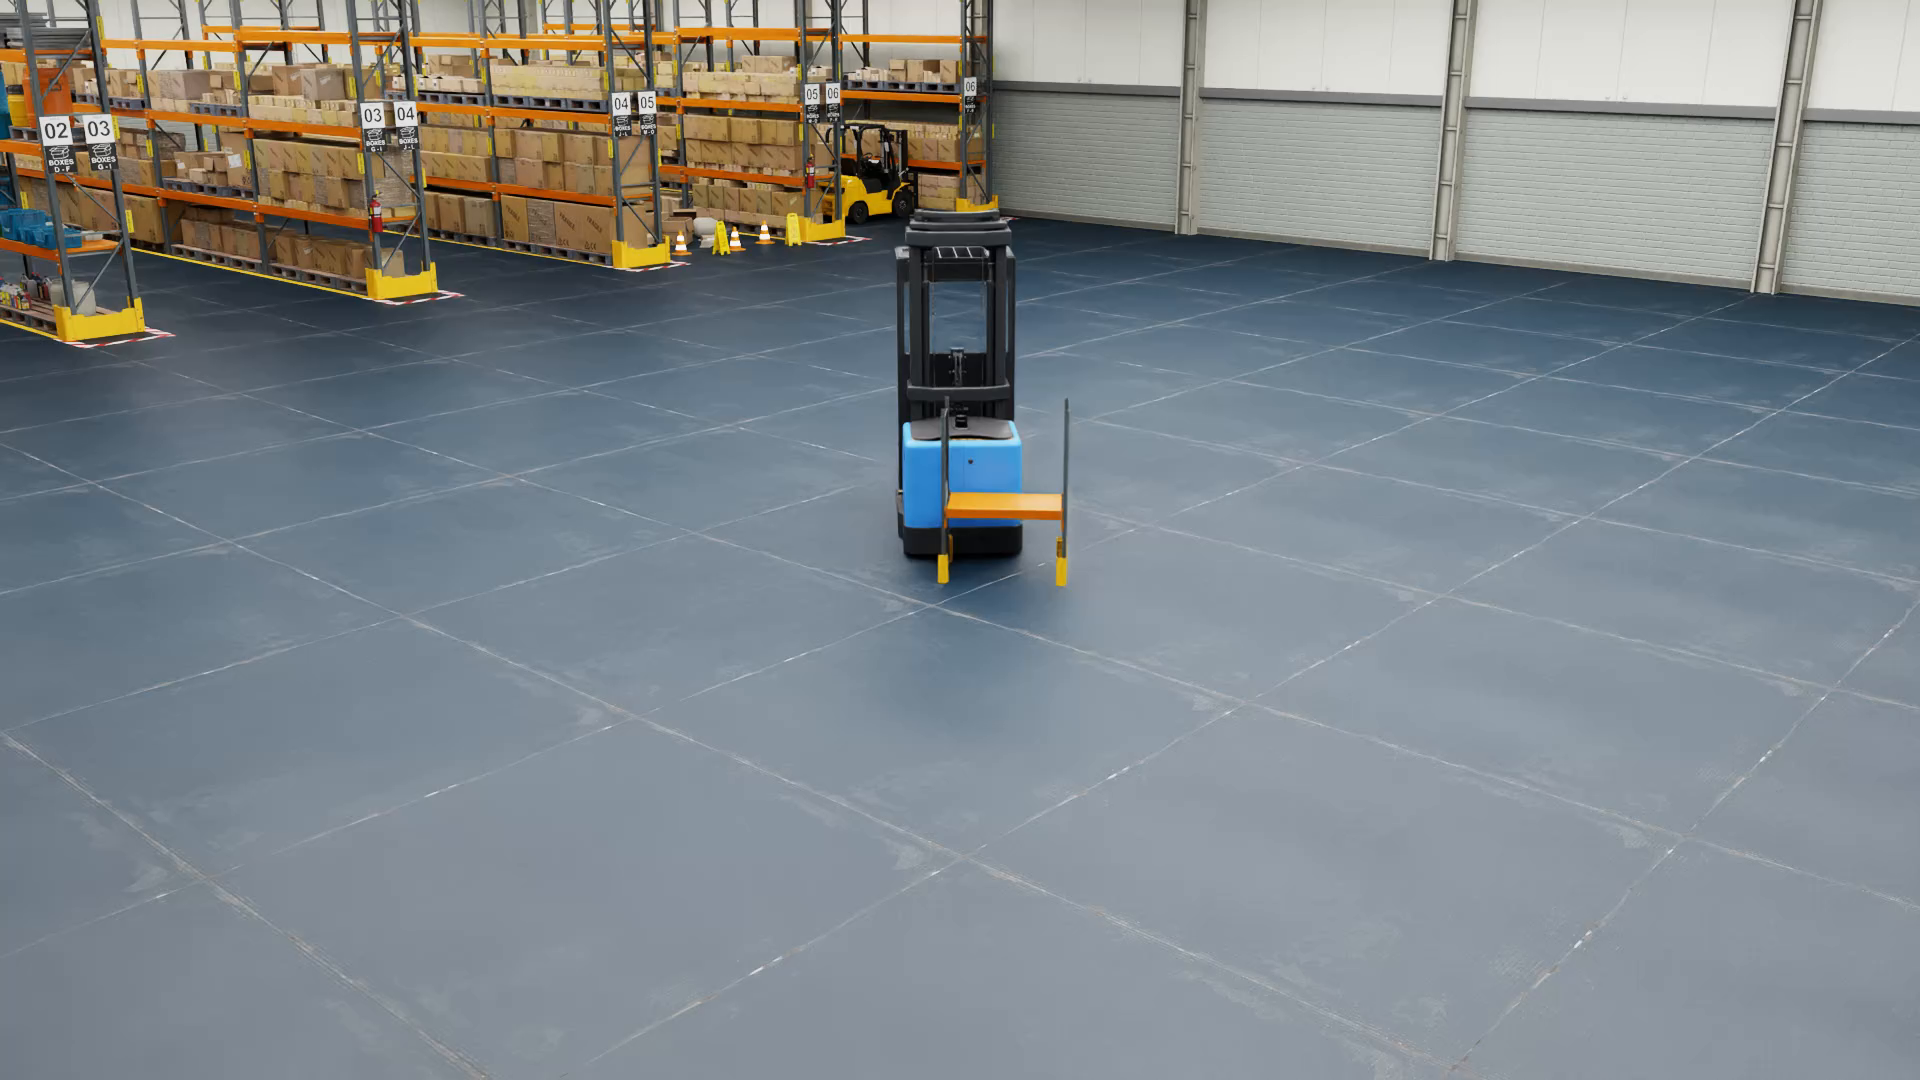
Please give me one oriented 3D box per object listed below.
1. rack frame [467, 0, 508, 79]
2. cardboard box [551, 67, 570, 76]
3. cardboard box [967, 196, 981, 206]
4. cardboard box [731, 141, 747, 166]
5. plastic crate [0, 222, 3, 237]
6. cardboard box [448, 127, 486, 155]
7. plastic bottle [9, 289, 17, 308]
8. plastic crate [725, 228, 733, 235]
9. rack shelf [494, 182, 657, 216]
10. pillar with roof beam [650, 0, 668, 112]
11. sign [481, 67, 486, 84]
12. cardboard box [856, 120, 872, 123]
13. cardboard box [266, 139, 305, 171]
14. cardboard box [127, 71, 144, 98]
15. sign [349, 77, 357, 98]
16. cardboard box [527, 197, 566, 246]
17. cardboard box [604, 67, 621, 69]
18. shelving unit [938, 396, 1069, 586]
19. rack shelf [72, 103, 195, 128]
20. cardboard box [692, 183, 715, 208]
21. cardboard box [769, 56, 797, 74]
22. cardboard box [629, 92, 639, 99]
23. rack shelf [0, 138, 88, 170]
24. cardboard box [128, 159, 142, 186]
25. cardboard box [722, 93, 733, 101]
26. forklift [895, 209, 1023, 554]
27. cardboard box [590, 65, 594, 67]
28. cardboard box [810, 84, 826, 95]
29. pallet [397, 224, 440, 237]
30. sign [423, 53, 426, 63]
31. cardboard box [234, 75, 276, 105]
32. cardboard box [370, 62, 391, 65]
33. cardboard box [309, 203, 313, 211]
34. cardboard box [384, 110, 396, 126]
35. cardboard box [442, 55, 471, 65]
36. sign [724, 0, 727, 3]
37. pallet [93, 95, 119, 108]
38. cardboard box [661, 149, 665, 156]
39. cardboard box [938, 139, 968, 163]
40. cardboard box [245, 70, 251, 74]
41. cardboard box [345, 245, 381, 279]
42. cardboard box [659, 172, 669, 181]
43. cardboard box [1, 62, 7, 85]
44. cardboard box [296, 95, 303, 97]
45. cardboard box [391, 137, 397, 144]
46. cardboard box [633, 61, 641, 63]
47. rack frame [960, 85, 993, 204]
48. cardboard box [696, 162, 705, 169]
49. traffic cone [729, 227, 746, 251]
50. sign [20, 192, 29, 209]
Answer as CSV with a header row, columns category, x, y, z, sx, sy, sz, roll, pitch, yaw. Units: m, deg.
category,x,y,z,sx,sy,sz,roll,pitch,yaw
rack frame,-11.884,-13.133,41.757,0.127,3.000,1.000,15,23,39
cardboard box,-7.547,-8.908,31.640,0.250,0.149,0.380,15,23,38
cardboard box,0.145,-8.021,39.416,0.500,0.250,0.500,15,23,39
cardboard box,-4.608,-8.409,36.132,0.500,0.500,0.500,15,23,40
plastic crate,-14.939,-4.867,25.979,0.662,0.188,0.450,15,23,39
cardboard box,-10.250,-8.354,34.797,0.500,0.500,0.700,15,23,40
plastic bottle,-14.713,-3.767,25.938,0.135,0.276,0.152,14,22,38
plastic crate,-5.271,-6.775,36.466,0.583,0.080,0.402,7,19,21
rack shelf,-7.615,-6.783,32.853,4.000,0.370,1.077,15,23,39
pillar with roof beam,-11.373,-13.627,43.312,0.400,9.000,9.100,15,23,39
sign,-9.464,-9.229,33.037,0.005,0.325,0.100,15,23,39
cardboard box,-2.300,-10.131,40.484,0.250,0.149,0.380,15,23,40
cardboard box,-11.936,-6.844,29.545,0.500,0.500,0.500,15,23,39
cardboard box,-15.975,-9.014,32.870,0.797,0.503,0.637,-17,24,-42
sign,-9.870,-7.353,27.036,0.005,0.325,0.100,15,23,39
cardboard box,-8.010,-6.393,33.252,0.875,0.875,0.875,15,23,40
cardboard box,-6.536,-8.903,31.623,0.250,0.149,0.380,15,23,39
shelving unit,0.373,-0.423,14.105,1.083,1.500,0.587,1,18,3
rack shelf,-16.967,-8.717,33.989,4.000,0.370,1.077,15,23,39
cardboard box,-5.639,-7.735,37.276,0.500,0.500,0.500,16,24,42
cardboard box,-4.459,-11.915,41.851,0.500,0.500,0.500,16,23,41
cardboard box,-6.163,-8.423,31.430,0.250,0.149,0.380,15,23,40
rack shelf,-14.271,-5.990,25.397,4.000,0.370,1.077,15,23,39
cardboard box,-16.373,-7.421,33.509,0.500,0.500,0.500,15,23,39
cardboard box,-4.925,-9.581,35.937,0.250,0.149,0.380,14,23,38
forklift,-0.051,-1.668,15.660,1.130,2.935,3.031,-1,18,-3
cardboard box,-10.263,-13.248,46.834,0.500,0.250,0.500,15,23,38
cardboard box,-3.108,-9.526,35.104,0.500,0.250,0.500,15,23,38
pallet,-11.563,-6.826,36.410,1.213,0.211,1.003,15,23,39
sign,-14.506,-13.011,44.997,0.005,0.325,0.100,15,23,39
cardboard box,-12.765,-8.221,30.373,0.637,0.503,0.797,14,22,37
cardboard box,-12.825,-10.462,36.868,0.258,0.266,0.396,15,23,39
cardboard box,-11.170,-5.856,29.160,0.250,0.149,0.380,15,23,39
cardboard box,-9.676,-7.136,28.065,0.500,0.250,0.500,16,24,41
cardboard box,-12.915,-12.264,42.946,0.797,0.503,0.637,-16,24,-41
sign,-5.954,-13.812,42.221,0.005,0.325,0.100,15,23,39
pallet,-16.826,-8.910,33.718,1.213,0.211,1.003,16,24,42
cardboard box,-6.655,-8.846,37.885,0.250,0.149,0.380,14,22,38
cardboard box,-0.160,-9.075,38.722,0.500,0.500,0.500,14,23,38
cardboard box,-16.790,-11.076,39.656,0.500,0.250,0.500,14,22,37
cardboard box,-10.413,-4.873,29.083,0.500,0.500,0.500,-11,21,-31
cardboard box,-7.975,-10.154,45.723,0.500,0.500,0.500,15,23,39
cardboard box,-21.030,-10.468,37.292,0.500,0.500,0.700,13,22,36
cardboard box,-11.660,-7.869,29.716,0.250,0.149,0.380,14,22,37
cardboard box,-12.523,-8.885,37.024,0.250,0.149,0.380,14,23,38
cardboard box,-8.660,-12.938,45.164,0.250,0.149,0.380,16,24,41
rack frame,0.383,-8.988,38.613,0.127,3.000,1.000,15,23,39
cardboard box,-5.655,-8.373,37.090,0.250,0.149,0.380,16,24,41
traffic cone,-4.570,-6.130,33.802,0.334,0.463,0.336,15,23,39
sign,-15.393,-5.559,27.350,0.005,0.325,0.100,15,23,39
